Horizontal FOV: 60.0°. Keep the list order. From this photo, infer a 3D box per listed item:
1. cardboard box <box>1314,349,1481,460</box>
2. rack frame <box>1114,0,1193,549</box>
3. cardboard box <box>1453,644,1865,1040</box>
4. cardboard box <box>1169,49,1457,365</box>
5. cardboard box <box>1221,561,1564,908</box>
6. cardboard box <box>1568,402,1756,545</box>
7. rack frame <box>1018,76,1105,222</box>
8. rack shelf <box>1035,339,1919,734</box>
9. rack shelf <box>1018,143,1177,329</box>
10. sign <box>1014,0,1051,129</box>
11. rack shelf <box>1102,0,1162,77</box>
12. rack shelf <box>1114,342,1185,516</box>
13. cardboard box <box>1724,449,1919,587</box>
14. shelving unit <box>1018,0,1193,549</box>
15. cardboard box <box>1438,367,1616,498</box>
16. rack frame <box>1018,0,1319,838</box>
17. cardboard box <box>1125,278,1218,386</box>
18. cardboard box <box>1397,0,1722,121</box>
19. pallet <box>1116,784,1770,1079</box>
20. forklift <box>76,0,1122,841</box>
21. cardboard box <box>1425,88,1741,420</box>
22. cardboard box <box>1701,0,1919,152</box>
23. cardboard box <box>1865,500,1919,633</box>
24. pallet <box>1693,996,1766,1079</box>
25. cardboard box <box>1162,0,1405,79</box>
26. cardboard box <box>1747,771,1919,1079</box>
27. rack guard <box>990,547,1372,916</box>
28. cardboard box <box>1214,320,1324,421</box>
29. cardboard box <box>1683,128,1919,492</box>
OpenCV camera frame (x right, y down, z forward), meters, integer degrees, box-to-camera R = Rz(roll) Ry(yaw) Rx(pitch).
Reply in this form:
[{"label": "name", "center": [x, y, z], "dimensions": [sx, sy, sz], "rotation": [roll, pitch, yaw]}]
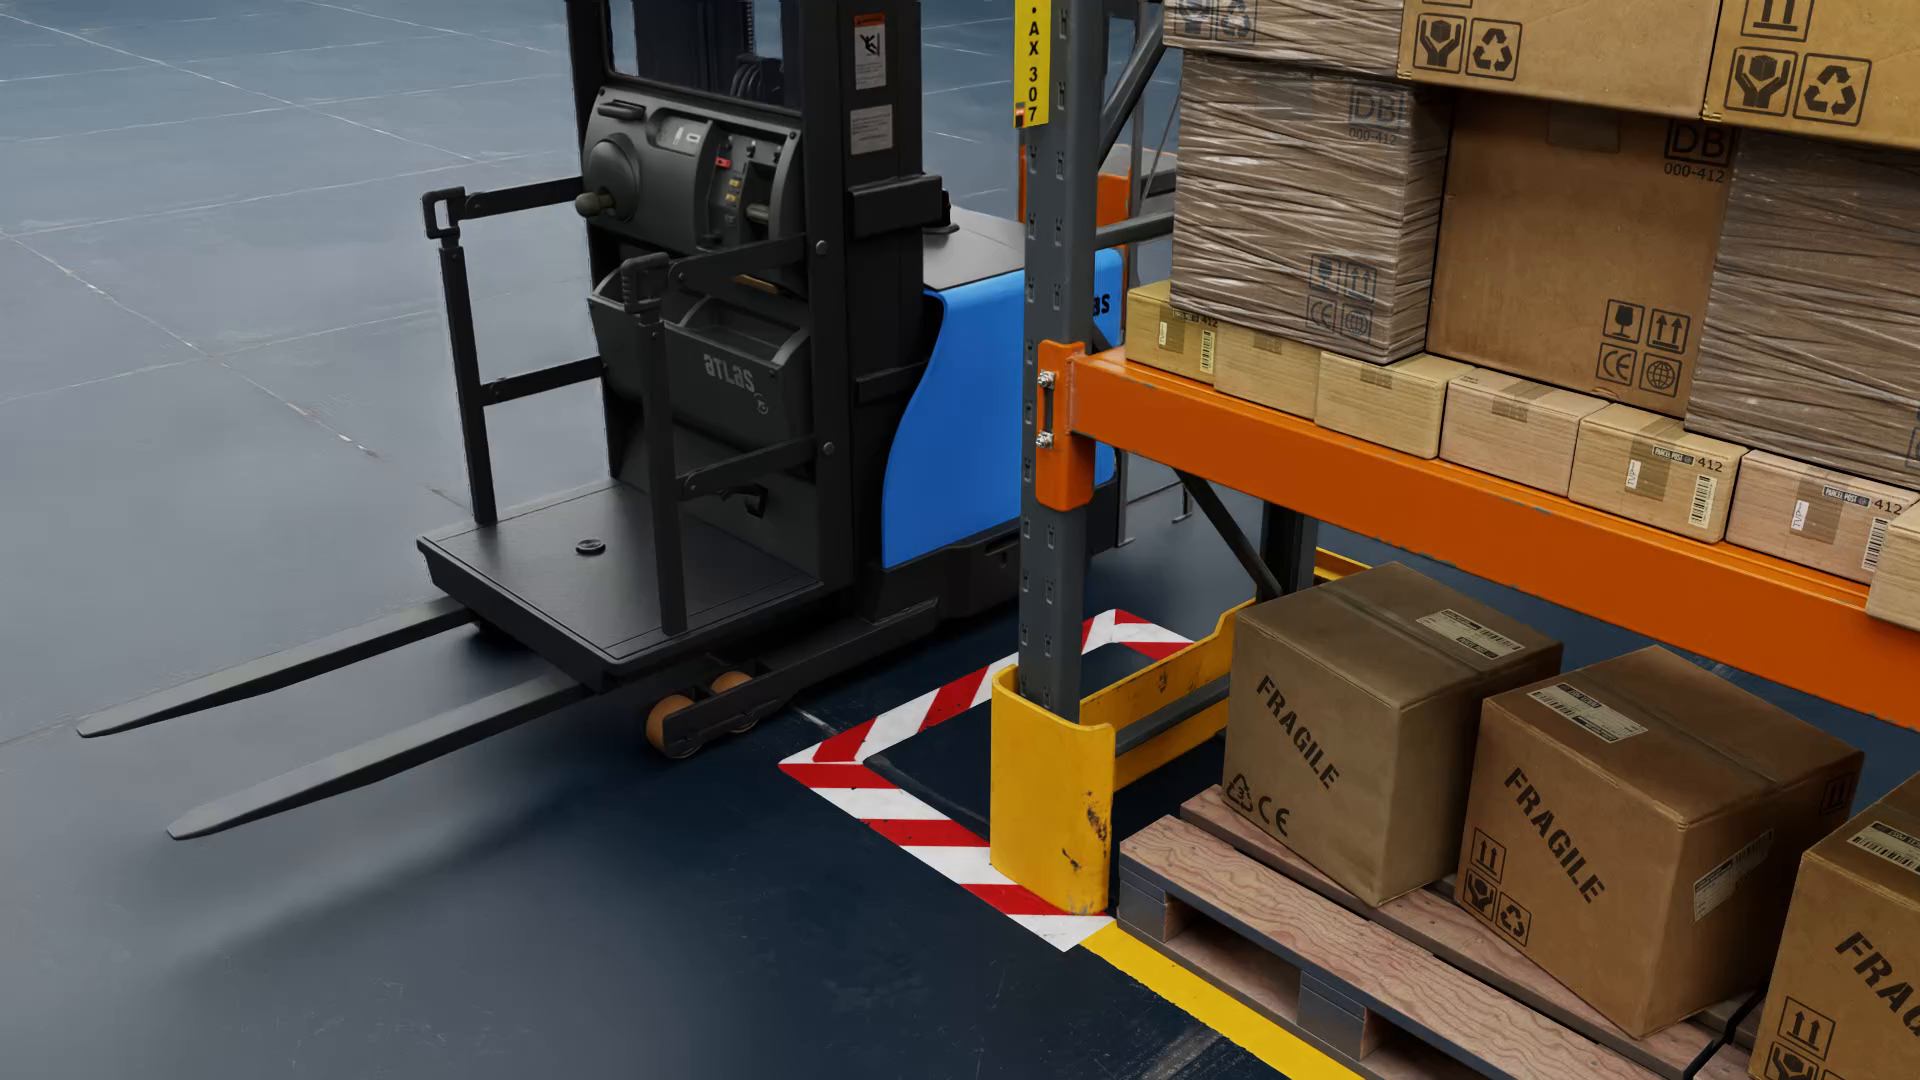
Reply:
[{"label": "cardboard box", "center": [0.876, -0.295, 3.086], "dimensions": [0.380, 0.149, 0.250], "rotation": [-21, 32, -38]}, {"label": "rack frame", "center": [0.679, -0.985, 5.380], "dimensions": [0.400, 2.100, 0.015], "rotation": [-21, 32, -39]}, {"label": "cardboard box", "center": [1.387, 0.587, 3.355], "dimensions": [0.500, 0.500, 0.500], "rotation": [-12, 27, -25]}, {"label": "cardboard box", "center": [0.894, -0.731, 3.260], "dimensions": [0.875, 0.500, 0.500], "rotation": [-21, 32, -38]}, {"label": "cardboard box", "center": [0.953, 0.415, 3.731], "dimensions": [0.500, 0.500, 0.500], "rotation": [-15, 28, -29]}, {"label": "cardboard box", "center": [1.228, -0.148, 2.762], "dimensions": [0.380, 0.149, 0.250], "rotation": [-21, 32, -38]}, {"label": "rack frame", "center": [0.343, -1.132, 5.702], "dimensions": [0.400, 2.100, 0.015], "rotation": [-21, 32, -39]}, {"label": "rack shelf", "center": [1.905, 0.208, 2.546], "dimensions": [1.077, 0.370, 4.000], "rotation": [-21, 32, -38]}, {"label": "rack shelf", "center": [0.511, -1.046, 5.546], "dimensions": [0.431, 0.518, 0.480], "rotation": [-21, 32, -39]}, {"label": "sign", "center": [0.143, -0.965, 3.207], "dimensions": [0.100, 0.325, 0.005], "rotation": [-21, 32, -38]}, {"label": "rack shelf", "center": [0.511, -1.683, 5.256], "dimensions": [0.431, 0.518, 0.480], "rotation": [-21, 32, -39]}, {"label": "rack shelf", "center": [0.511, -0.409, 5.837], "dimensions": [0.431, 0.518, 0.480], "rotation": [-21, 32, -39]}, {"label": "cardboard box", "center": [1.418, -0.080, 2.613], "dimensions": [0.380, 0.149, 0.250], "rotation": [-21, 32, -38]}, {"label": "shelving unit", "center": [0.511, -1.059, 5.541], "dimensions": [0.431, 2.100, 0.503], "rotation": [-21, 32, -39]}, {"label": "cardboard box", "center": [1.062, -0.225, 2.933], "dimensions": [0.380, 0.149, 0.250], "rotation": [-21, 32, -38]}, {"label": "rack frame", "center": [0.538, -0.725, 3.725], "dimensions": [1.000, 3.000, 0.127], "rotation": [-21, 32, -38]}, {"label": "cardboard box", "center": [0.559, -0.456, 3.439], "dimensions": [0.380, 0.149, 0.250], "rotation": [-21, 32, -38]}, {"label": "cardboard box", "center": [1.052, -0.963, 2.563], "dimensions": [0.500, 0.500, 0.500], "rotation": [-21, 32, -38]}, {"label": "pallet", "center": [1.120, 0.823, 3.691], "dimensions": [1.003, 0.211, 1.213], "rotation": [-21, 32, -38]}, {"label": "forklift", "center": [-0.896, -0.990, 4.389], "dimensions": [3.031, 2.935, 1.130], "rotation": [-21, 32, -39]}, {"label": "cardboard box", "center": [1.324, -0.614, 3.002], "dimensions": [0.875, 0.500, 0.500], "rotation": [-21, 32, -38]}, {"label": "cardboard box", "center": [1.395, -0.812, 2.232], "dimensions": [0.500, 0.500, 0.500], "rotation": [-21, 32, -38]}, {"label": "cardboard box", "center": [1.514, 0.026, 2.383], "dimensions": [0.380, 0.149, 0.250], "rotation": [-21, 32, -38]}, {"label": "pallet", "center": [1.950, 1.193, 2.881], "dimensions": [1.003, 0.211, 1.213], "rotation": [-21, 32, -38]}, {"label": "cardboard box", "center": [0.715, -1.117, 2.900], "dimensions": [0.500, 0.500, 0.500], "rotation": [-21, 32, -38]}, {"label": "cardboard box", "center": [1.801, 0.782, 2.928], "dimensions": [0.500, 0.500, 0.500], "rotation": [-18, 30, -34]}, {"label": "rack guard", "center": [0.590, 0.436, 4.193], "dimensions": [1.175, 0.500, 0.348], "rotation": [-21, 32, -38]}, {"label": "cardboard box", "center": [0.716, -0.375, 3.261], "dimensions": [0.380, 0.149, 0.250], "rotation": [-21, 32, -38]}, {"label": "cardboard box", "center": [1.634, -0.450, 2.643], "dimensions": [0.875, 0.500, 0.500], "rotation": [-21, 32, -38]}]
